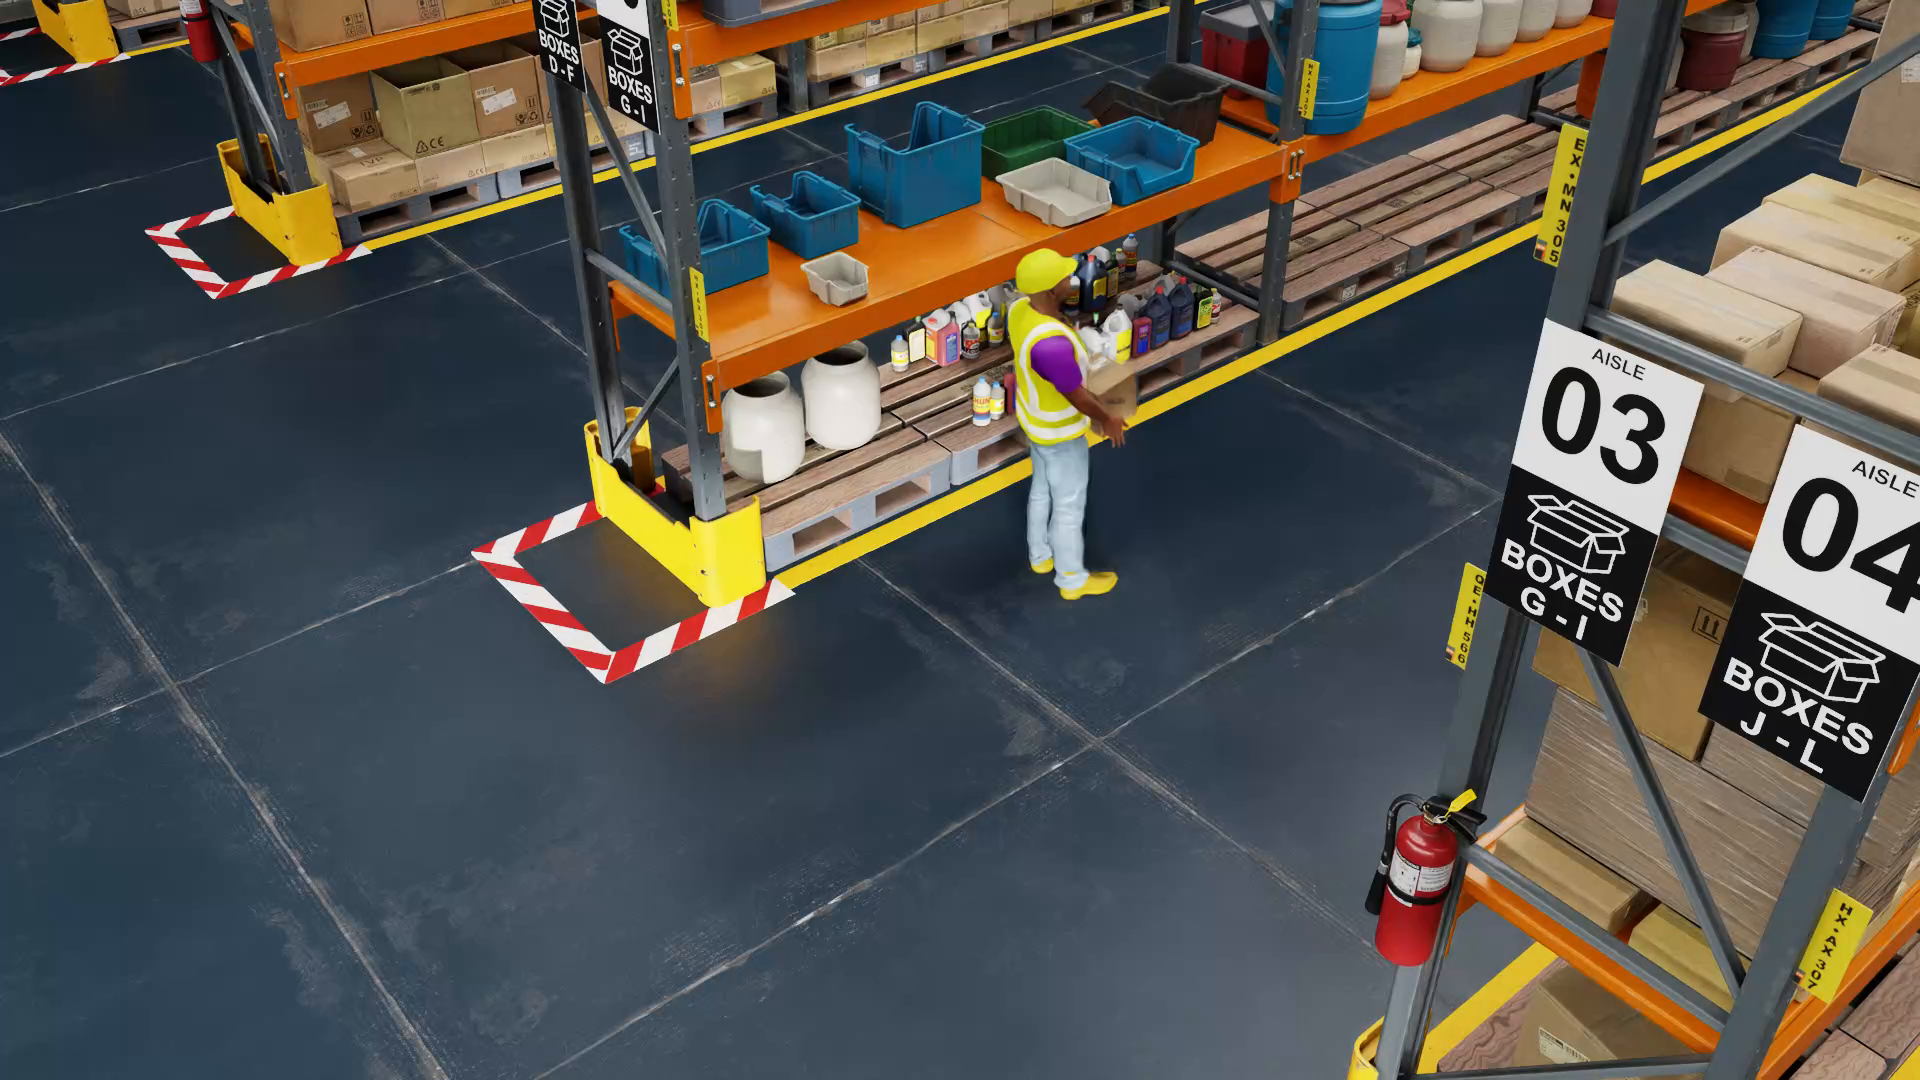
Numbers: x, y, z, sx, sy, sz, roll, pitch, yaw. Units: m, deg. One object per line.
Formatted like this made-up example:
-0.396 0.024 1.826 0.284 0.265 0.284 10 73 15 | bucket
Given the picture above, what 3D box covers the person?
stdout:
0.501 -0.567 7.841 0.538 1.771 0.537 -8 37 -11 | person
